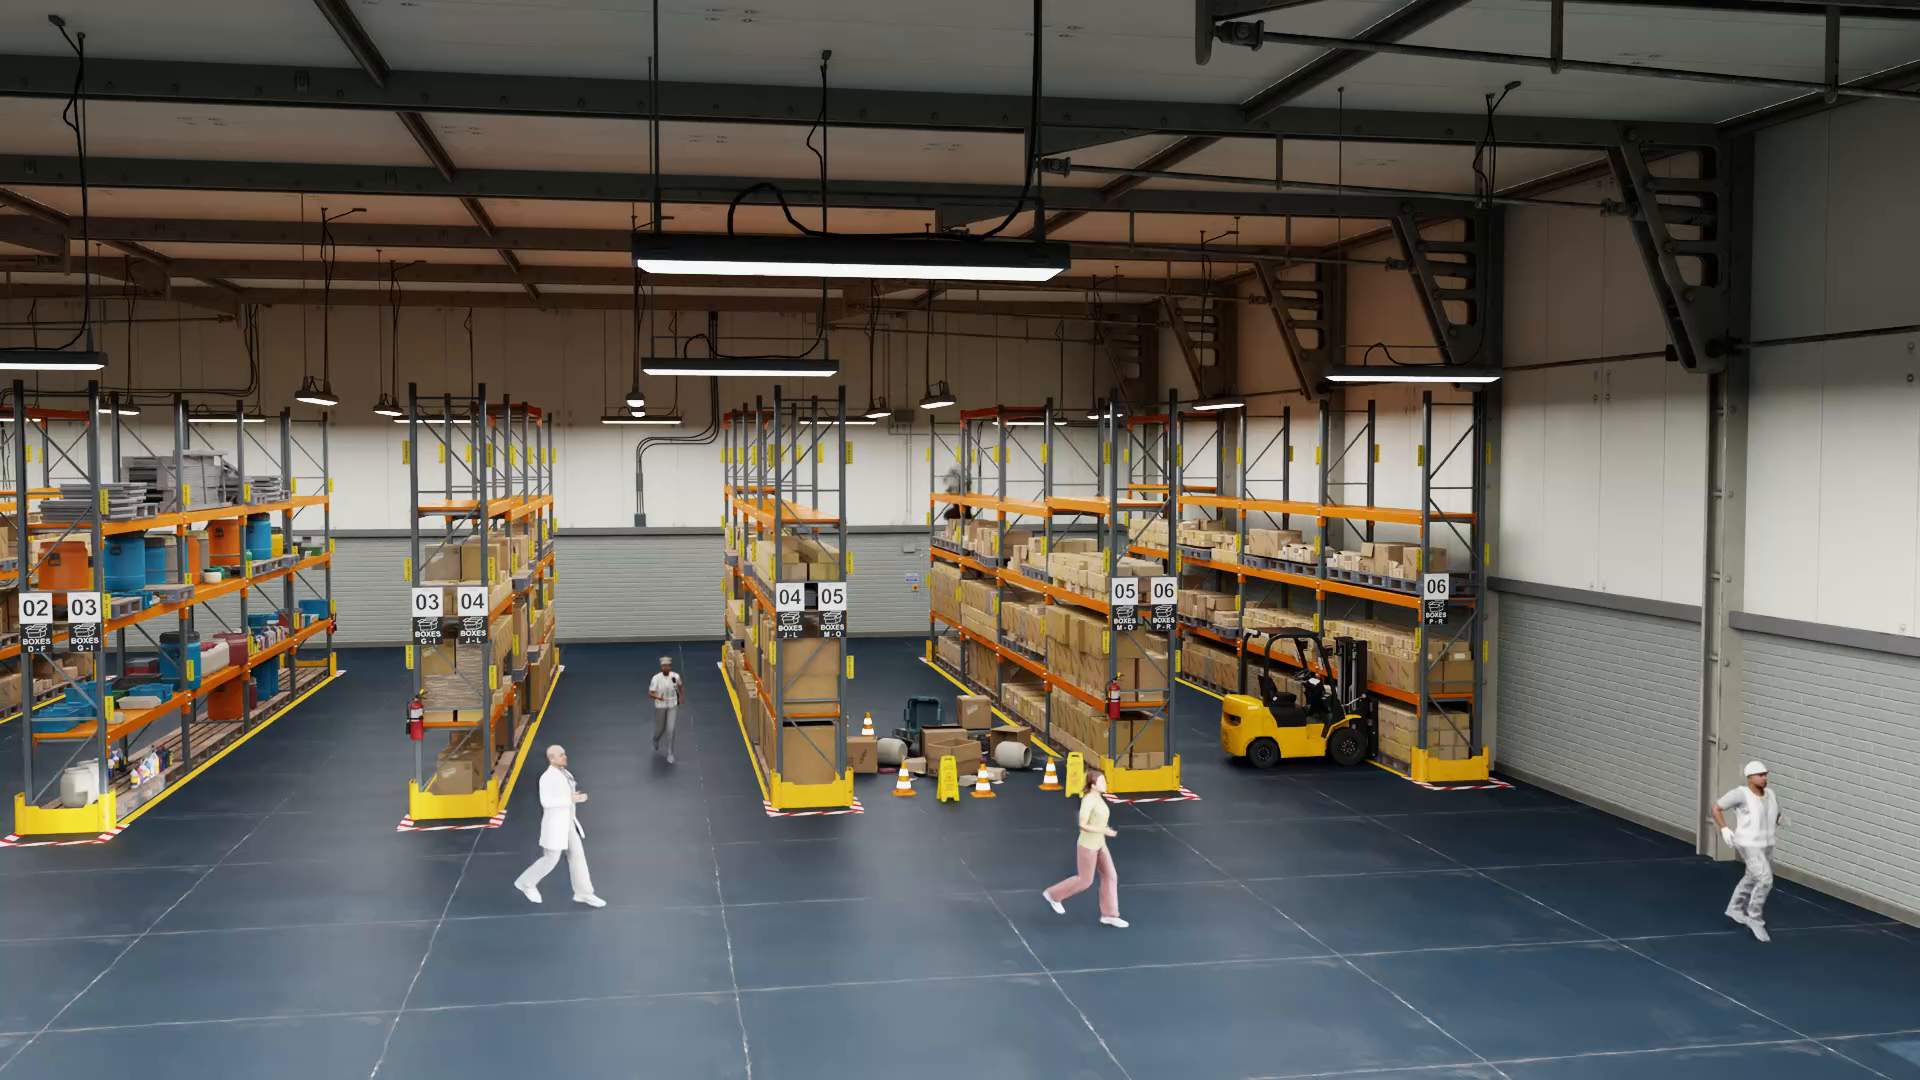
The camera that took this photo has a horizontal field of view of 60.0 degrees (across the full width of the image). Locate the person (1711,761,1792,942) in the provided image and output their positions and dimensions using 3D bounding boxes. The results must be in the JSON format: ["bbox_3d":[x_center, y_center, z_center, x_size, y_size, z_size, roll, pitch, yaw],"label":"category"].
[{"bbox_3d":[8.306,3.230,17.366,0.657,1.843,0.768,-1,3,-27],"label":"person"}]

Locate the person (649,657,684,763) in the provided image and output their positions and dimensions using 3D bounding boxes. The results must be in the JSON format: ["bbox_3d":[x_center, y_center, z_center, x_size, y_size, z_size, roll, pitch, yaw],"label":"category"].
[{"bbox_3d":[-4.854,2.767,27.508,0.589,1.710,0.918,-1,3,-16],"label":"person"}]

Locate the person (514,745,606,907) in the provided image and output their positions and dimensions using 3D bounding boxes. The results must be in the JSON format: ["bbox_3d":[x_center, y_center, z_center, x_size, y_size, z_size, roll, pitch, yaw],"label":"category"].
[{"bbox_3d":[-4.424,3.149,18.335,1.034,1.784,0.701,1,3,14],"label":"person"}]

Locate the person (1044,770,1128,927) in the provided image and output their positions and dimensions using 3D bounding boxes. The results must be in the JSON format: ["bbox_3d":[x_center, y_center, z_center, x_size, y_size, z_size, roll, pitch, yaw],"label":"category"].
[{"bbox_3d":[1.353,3.269,17.736,0.926,1.656,0.562,1,3,23],"label":"person"}]
